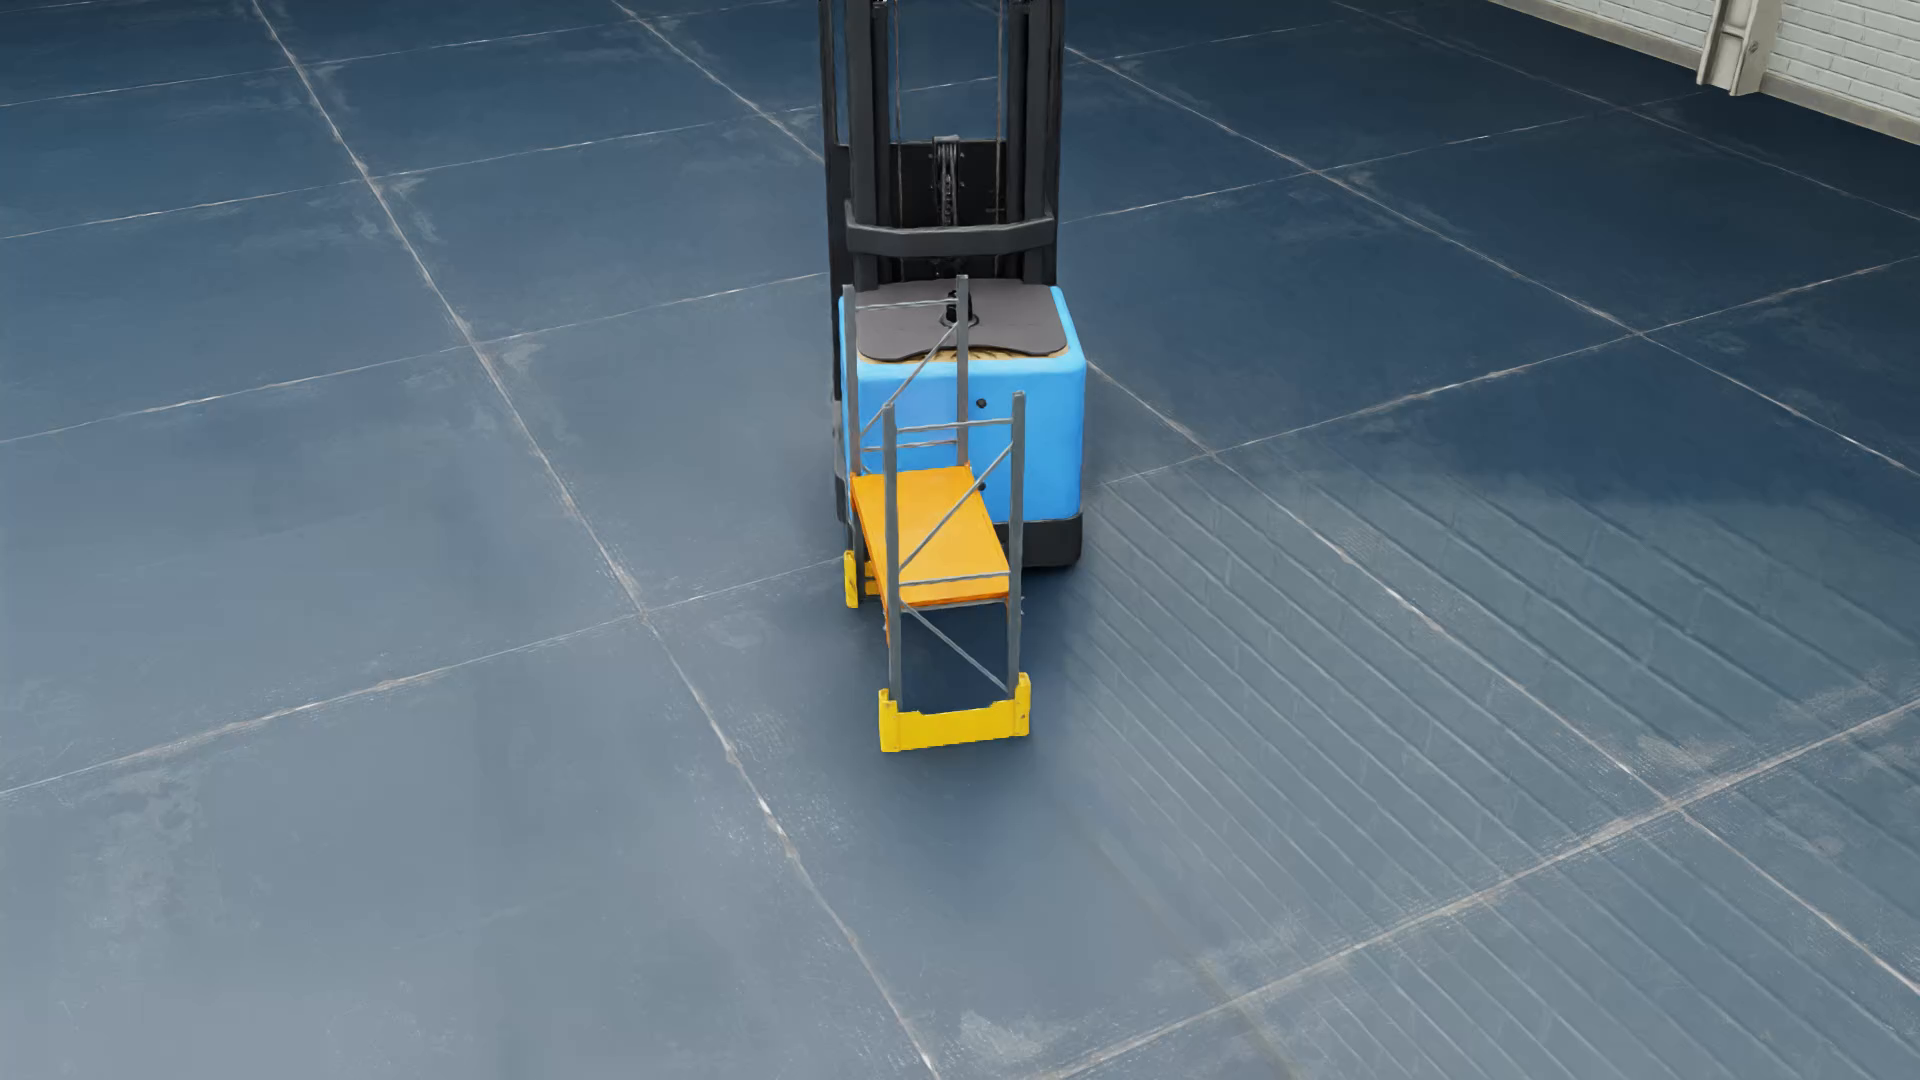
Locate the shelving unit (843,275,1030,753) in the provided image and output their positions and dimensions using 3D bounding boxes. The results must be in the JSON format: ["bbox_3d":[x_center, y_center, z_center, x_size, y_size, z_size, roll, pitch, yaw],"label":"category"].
[{"bbox_3d":[-0.115,-0.118,6.544,0.587,1.500,1.083,-6,33,-9],"label":"shelving unit"}]

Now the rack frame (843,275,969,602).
[{"bbox_3d":[-0.214,-0.392,6.971,0.500,1.500,0.032,-6,33,-9],"label":"rack frame"}]

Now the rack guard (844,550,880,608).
[{"bbox_3d":[-0.210,0.145,7.292,0.587,0.250,0.087,-6,33,-9],"label":"rack guard"}]

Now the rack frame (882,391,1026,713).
[{"bbox_3d":[-0.020,0.147,6.131,0.500,1.500,0.032,-6,33,-9],"label":"rack frame"}]

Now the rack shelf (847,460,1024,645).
[{"bbox_3d":[-0.117,0.029,6.648,0.538,0.185,1.000,-6,33,-9],"label":"rack shelf"}]

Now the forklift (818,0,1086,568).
[{"bbox_3d":[-0.106,-1.850,7.921,1.130,2.935,3.031,-3,33,-4],"label":"forklift"}]

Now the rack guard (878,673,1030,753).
[{"bbox_3d":[-0.020,0.672,6.469,0.587,0.250,0.087,-6,33,-9],"label":"rack guard"}]

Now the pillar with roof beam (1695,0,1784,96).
[{"bbox_3d":[2.418,-6.381,9.368,9.100,9.000,0.400,-16,36,-23],"label":"pillar with roof beam"}]
